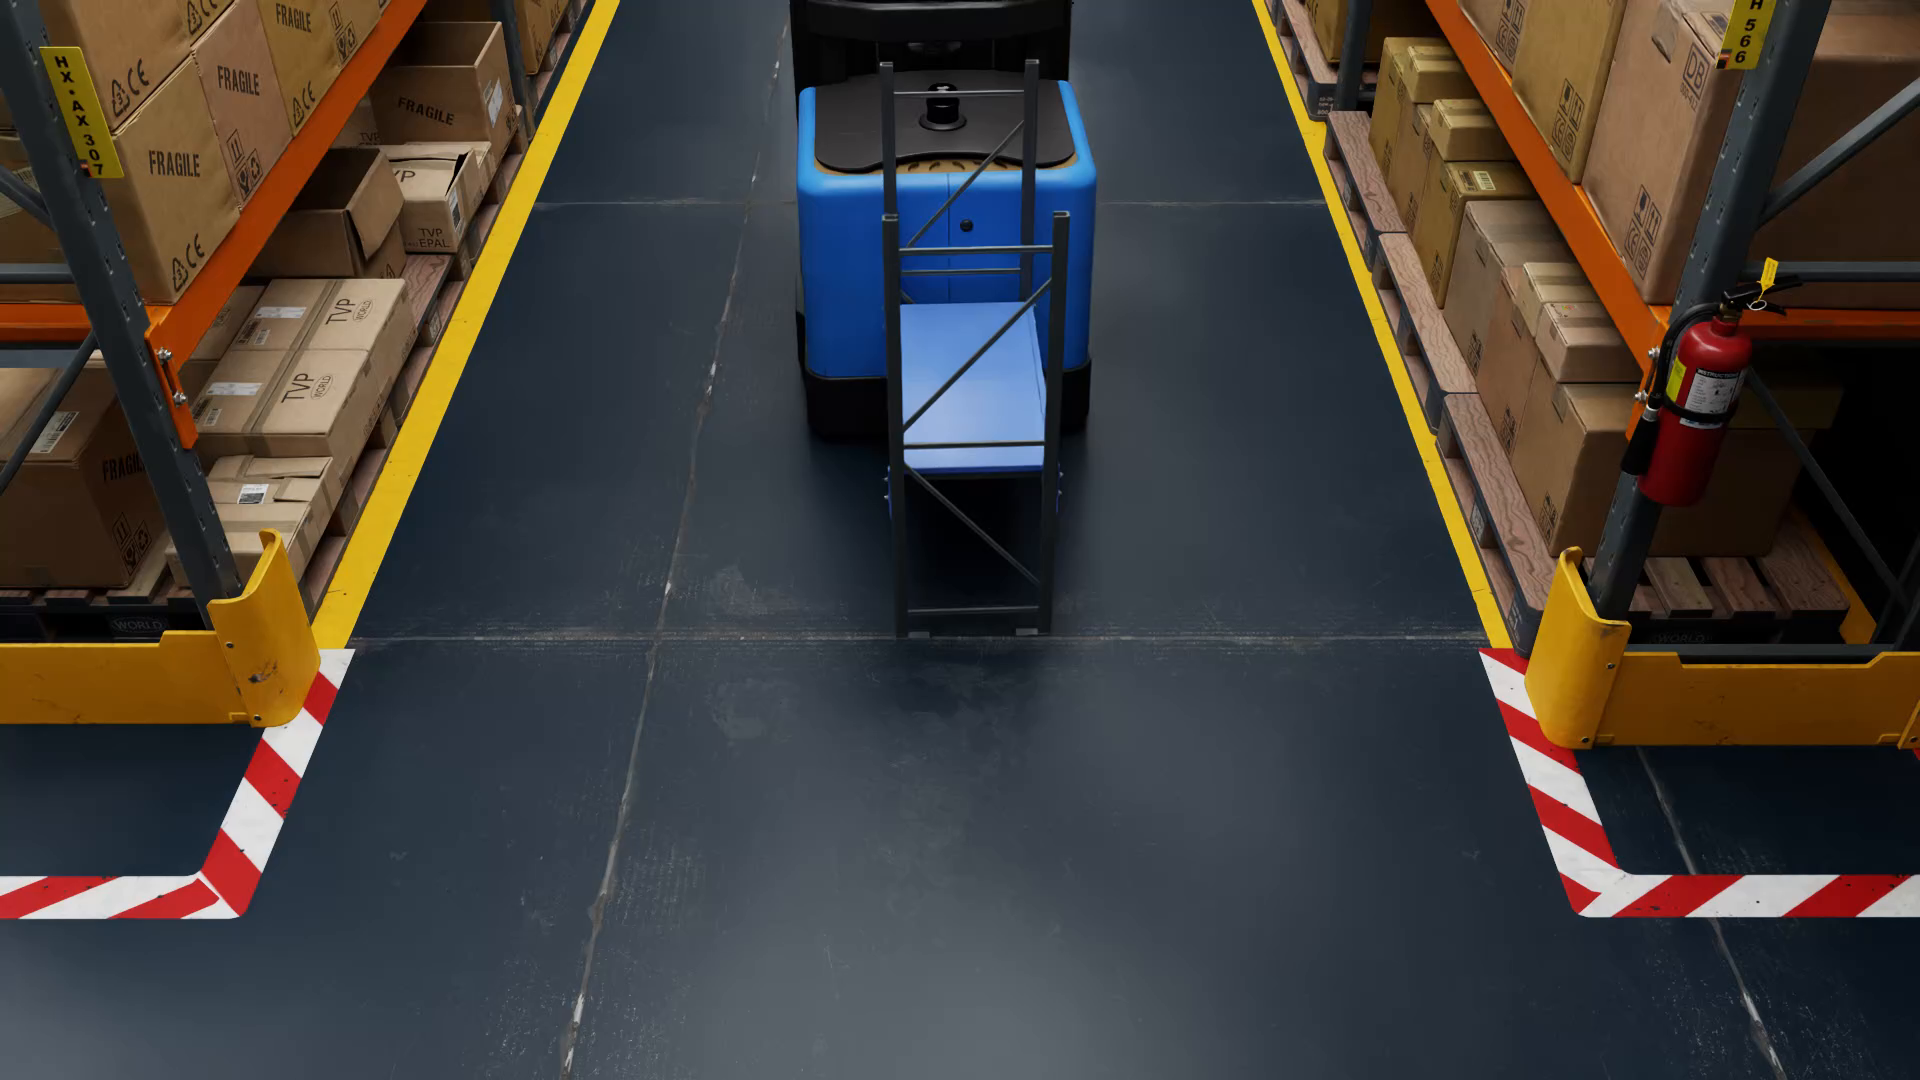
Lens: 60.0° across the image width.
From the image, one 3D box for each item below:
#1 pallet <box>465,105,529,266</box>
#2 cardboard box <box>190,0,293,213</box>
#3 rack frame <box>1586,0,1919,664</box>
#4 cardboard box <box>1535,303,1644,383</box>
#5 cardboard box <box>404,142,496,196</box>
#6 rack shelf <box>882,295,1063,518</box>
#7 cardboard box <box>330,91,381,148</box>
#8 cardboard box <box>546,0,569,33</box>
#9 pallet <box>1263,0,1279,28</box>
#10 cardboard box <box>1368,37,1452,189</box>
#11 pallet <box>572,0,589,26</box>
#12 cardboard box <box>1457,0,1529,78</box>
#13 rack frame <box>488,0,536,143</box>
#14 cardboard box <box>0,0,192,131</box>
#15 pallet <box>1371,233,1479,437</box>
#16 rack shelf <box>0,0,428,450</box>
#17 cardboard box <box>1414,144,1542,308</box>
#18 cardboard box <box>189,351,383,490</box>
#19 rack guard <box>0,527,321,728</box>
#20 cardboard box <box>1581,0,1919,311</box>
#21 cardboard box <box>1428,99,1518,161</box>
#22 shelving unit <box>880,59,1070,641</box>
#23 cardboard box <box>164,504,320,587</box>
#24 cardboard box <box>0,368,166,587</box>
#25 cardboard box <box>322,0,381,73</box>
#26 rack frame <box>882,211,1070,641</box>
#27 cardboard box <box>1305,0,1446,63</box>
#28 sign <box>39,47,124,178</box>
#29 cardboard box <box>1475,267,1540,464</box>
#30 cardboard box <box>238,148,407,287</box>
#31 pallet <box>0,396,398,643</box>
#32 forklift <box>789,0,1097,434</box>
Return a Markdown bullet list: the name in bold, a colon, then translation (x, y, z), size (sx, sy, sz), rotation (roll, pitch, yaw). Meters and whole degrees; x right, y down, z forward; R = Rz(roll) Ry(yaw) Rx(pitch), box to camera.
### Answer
- **pallet**: translation (-2.612, -1.646, 7.635), size (1.003, 0.211, 1.213), rotation (0, 39, 0)
- **cardboard box**: translation (-2.350, -1.302, 4.896), size (0.500, 0.500, 0.500), rotation (0, 39, 0)
- **rack frame**: translation (2.346, -0.668, 4.185), size (1.000, 3.000, 0.127), rotation (0, 39, 0)
- **cardboard box**: translation (2.063, -0.628, 5.279), size (0.380, 0.149, 0.250), rotation (0, 39, -1)
- **cardboard box**: translation (-2.267, -1.632, 7.316), size (0.380, 0.149, 0.250), rotation (0, 39, 0)
- **rack shelf**: translation (0.020, -0.456, 5.407), size (0.538, 0.185, 1.000), rotation (-2, 39, -2)
- **cardboard box**: translation (-2.828, -2.024, 7.675), size (0.500, 0.311, 0.500), rotation (0, 39, 0)
- **cardboard box**: translation (-2.381, -2.996, 8.737), size (0.500, 0.500, 0.500), rotation (0, 39, 1)
- **pallet**: translation (2.261, -3.329, 9.735), size (1.003, 0.211, 1.213), rotation (0, 39, 0)
- **cardboard box**: translation (2.240, -1.890, 7.373), size (0.700, 0.500, 0.500), rotation (0, 39, 1)
- **pallet**: translation (-2.655, -3.349, 9.760), size (1.003, 0.211, 1.213), rotation (0, 39, 0)
- **cardboard box**: translation (2.332, -2.036, 5.652), size (0.980, 0.700, 0.700), rotation (-2, 39, -2)
- **rack frame**: translation (-2.612, -3.164, 7.299), size (1.000, 3.000, 0.127), rotation (0, 39, 0)
- **cardboard box**: translation (-2.344, -1.369, 4.180), size (0.500, 0.500, 0.500), rotation (1, 39, 1)
- **pallet**: translation (2.269, -0.841, 6.631), size (1.003, 0.211, 1.213), rotation (0, 39, 0)
- **rack shelf**: translation (-2.610, -1.632, 5.964), size (1.077, 0.370, 4.000), rotation (0, 39, 0)
- **cardboard box**: translation (2.236, -1.255, 6.581), size (0.700, 0.500, 0.500), rotation (1, 39, 1)
- **cardboard box**: translation (-2.325, -0.414, 5.715), size (0.500, 0.250, 0.500), rotation (0, 39, 0)
- **rack guard**: translation (-2.608, 0.266, 5.019), size (1.175, 0.500, 0.348), rotation (0, 39, 0)
- **cardboard box**: translation (2.336, -1.104, 4.489), size (0.980, 0.700, 0.700), rotation (2, 39, 2)
- **cardboard box**: translation (2.059, -1.603, 6.496), size (0.380, 0.149, 0.250), rotation (-1, 39, -1)
- **shelving unit**: translation (0.020, -0.596, 5.294), size (0.538, 1.500, 1.048), rotation (-2, 39, -2)
- **cardboard box**: translation (-2.264, 0.016, 5.259), size (0.380, 0.149, 0.250), rotation (0, 39, 0)
- **cardboard box**: translation (-2.854, -0.198, 5.246), size (0.500, 0.500, 0.500), rotation (0, 39, 0)
- **cardboard box**: translation (-2.347, -1.928, 5.677), size (0.500, 0.500, 0.500), rotation (0, 39, 1)
- **rack frame**: translation (0.042, -0.278, 4.898), size (0.500, 1.500, 0.032), rotation (-2, 39, -2)
- **cardboard box**: translation (2.211, -2.901, 8.355), size (0.750, 0.750, 0.750), rotation (0, 39, 0)
- **sign**: translation (-2.065, -1.001, 3.908), size (0.100, 0.325, 0.005), rotation (0, 39, 0)
- **cardboard box**: translation (2.245, -0.607, 5.772), size (0.700, 0.500, 0.500), rotation (0, 39, 0)
- **cardboard box**: translation (-2.605, -1.186, 6.476), size (0.797, 0.503, 0.637), rotation (0, 39, 0)
- **pallet**: translation (-2.609, -0.120, 5.731), size (1.003, 0.211, 1.213), rotation (0, 39, 0)
- **forklift**: translation (-0.130, -2.439, 6.449), size (1.130, 2.935, 3.031), rotation (-2, 39, -3)
